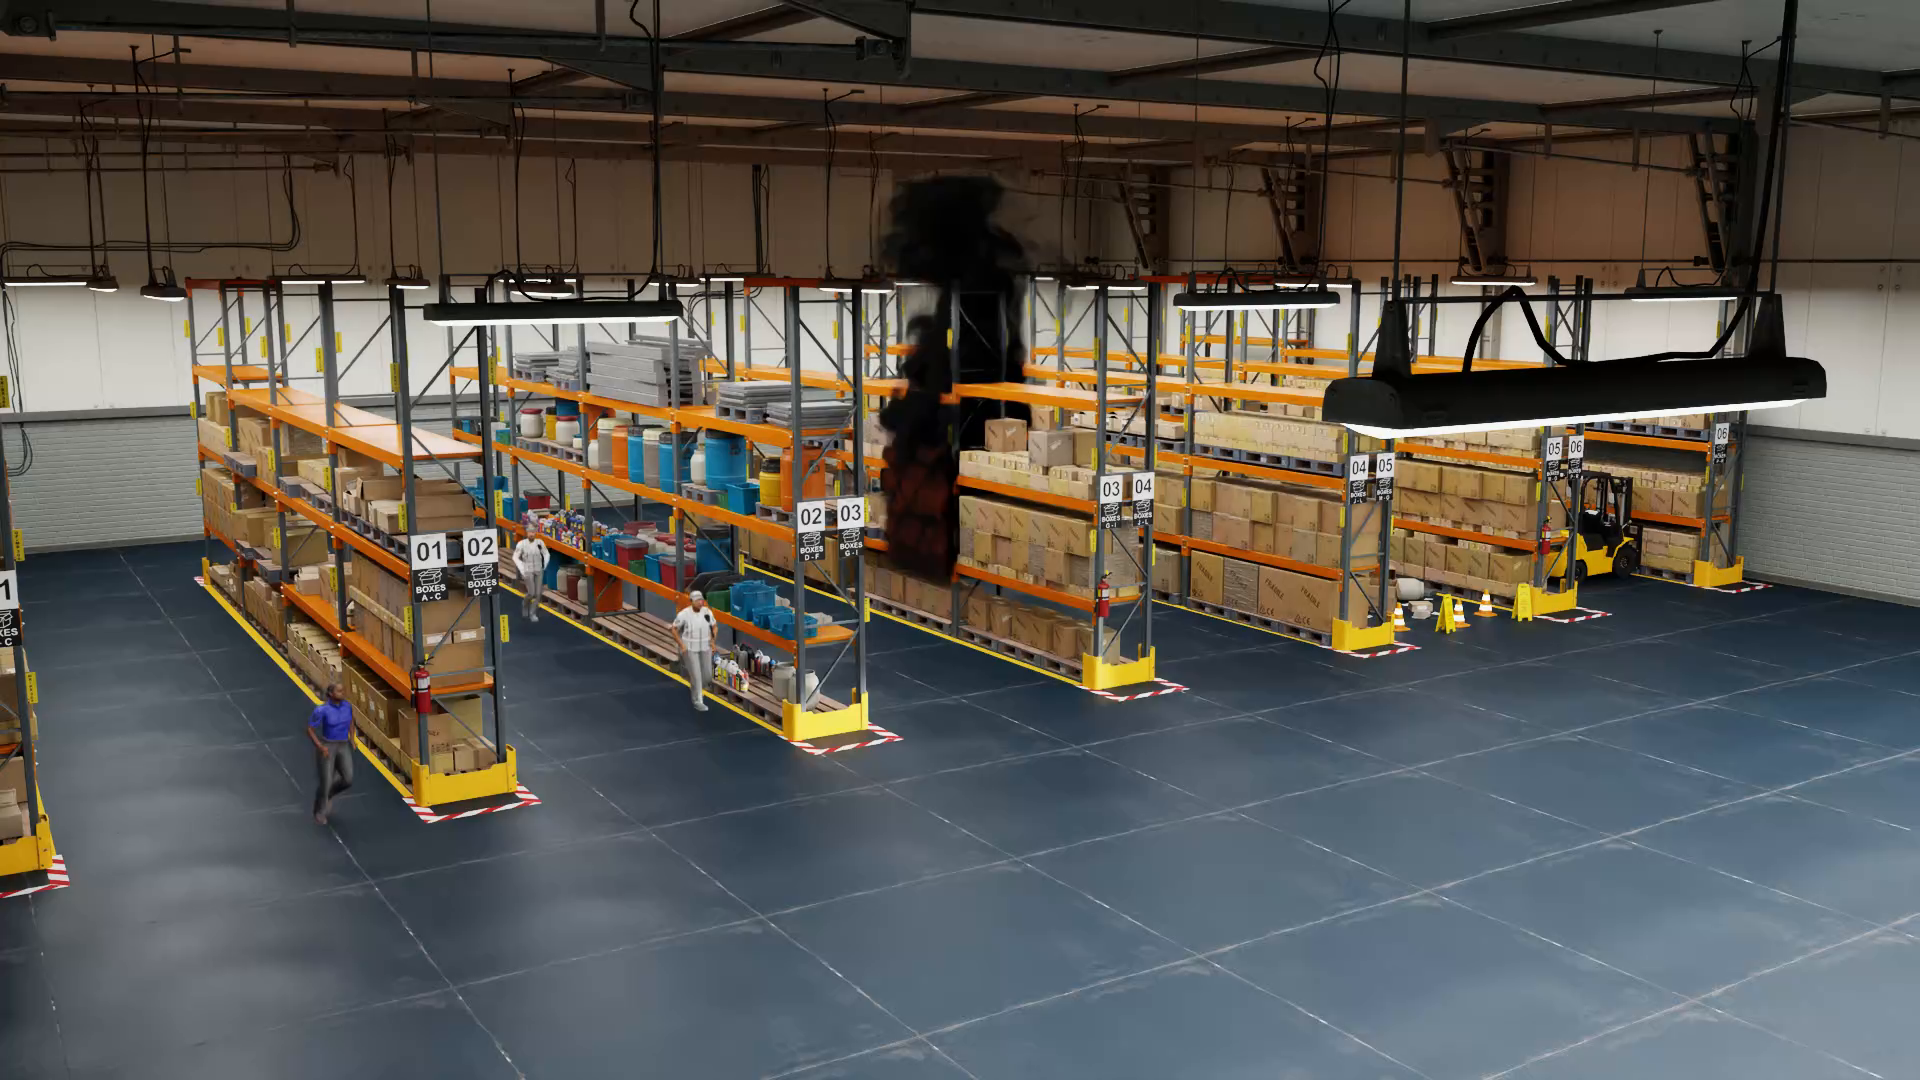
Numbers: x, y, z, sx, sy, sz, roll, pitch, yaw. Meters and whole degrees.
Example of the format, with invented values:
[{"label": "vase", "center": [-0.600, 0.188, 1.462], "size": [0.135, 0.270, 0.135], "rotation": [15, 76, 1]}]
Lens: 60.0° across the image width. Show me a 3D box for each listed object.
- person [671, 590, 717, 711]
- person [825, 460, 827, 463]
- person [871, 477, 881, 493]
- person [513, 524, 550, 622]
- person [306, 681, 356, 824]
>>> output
[{"label": "person", "center": [-3.591, 1.479, 22.546], "size": [0.636, 1.645, 0.599], "rotation": [-5, 11, -29]}, {"label": "person", "center": [-3.372, -1.165, 40.213], "size": [0.710, 1.585, 0.609], "rotation": [0, 10, 1]}, {"label": "person", "center": [-2.069, -1.550, 41.872], "size": [0.937, 1.845, 0.666], "rotation": [-9, 13, -43]}, {"label": "person", "center": [-7.199, 0.539, 28.067], "size": [0.610, 1.672, 0.535], "rotation": [-5, 11, -28]}, {"label": "person", "center": [-7.103, 2.406, 18.975], "size": [0.476, 1.601, 0.632], "rotation": [8, 12, 40]}]
